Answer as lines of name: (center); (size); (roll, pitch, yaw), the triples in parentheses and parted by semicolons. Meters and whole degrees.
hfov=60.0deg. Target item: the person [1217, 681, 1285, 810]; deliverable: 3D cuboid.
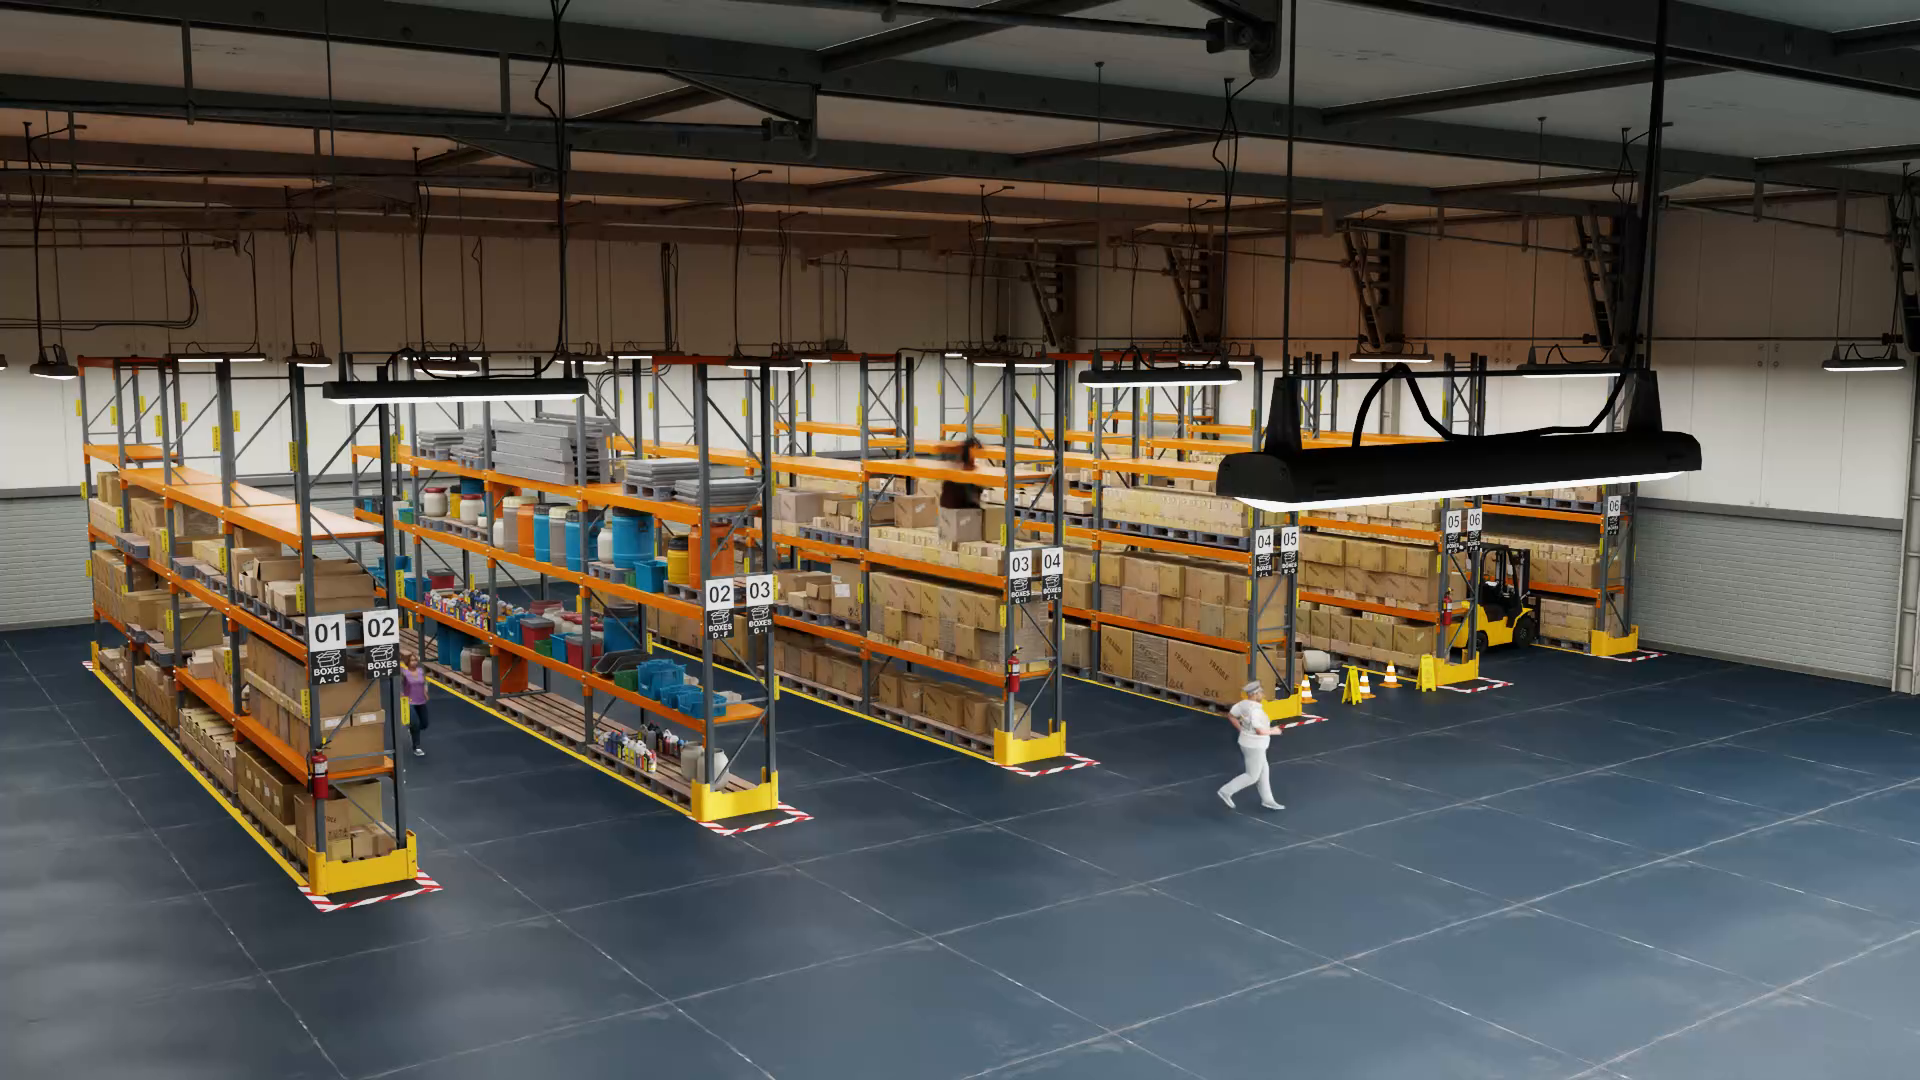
person: (3.897, 2.762, 22.187); (0.976, 1.792, 0.661); (-1, 7, -8)

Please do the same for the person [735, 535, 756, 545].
person: (-5.317, 0.563, 40.566); (0.789, 1.730, 0.550); (4, 8, 28)

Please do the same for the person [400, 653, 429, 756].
person: (-8.357, 2.492, 25.366); (0.537, 1.549, 0.594); (-6, 9, -43)
